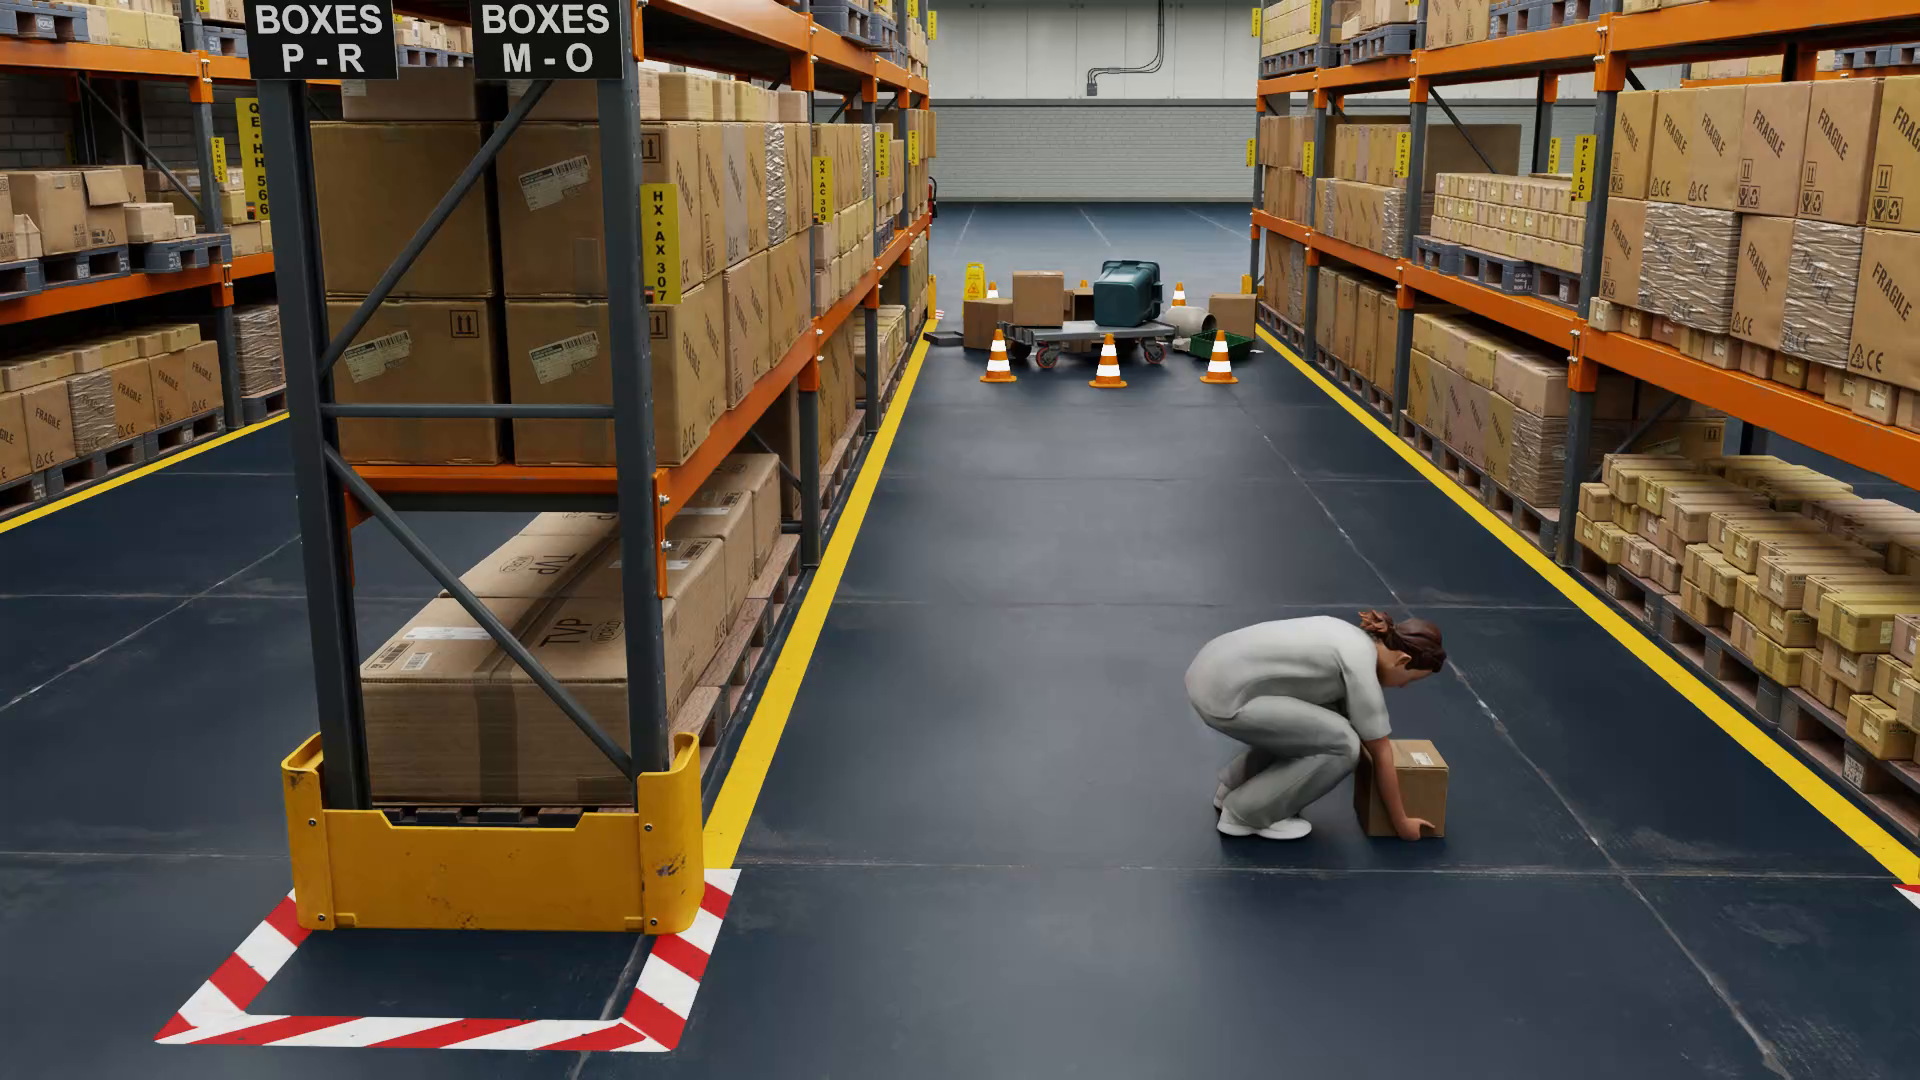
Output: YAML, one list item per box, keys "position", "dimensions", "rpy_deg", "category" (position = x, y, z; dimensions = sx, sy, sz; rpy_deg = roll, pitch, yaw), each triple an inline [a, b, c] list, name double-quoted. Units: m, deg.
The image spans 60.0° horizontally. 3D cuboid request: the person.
- position: [1.179, 0.607, 5.558]
  dimensions: [0.861, 0.743, 0.456]
  rpy_deg: [0, 14, 0]
  category: "person"
